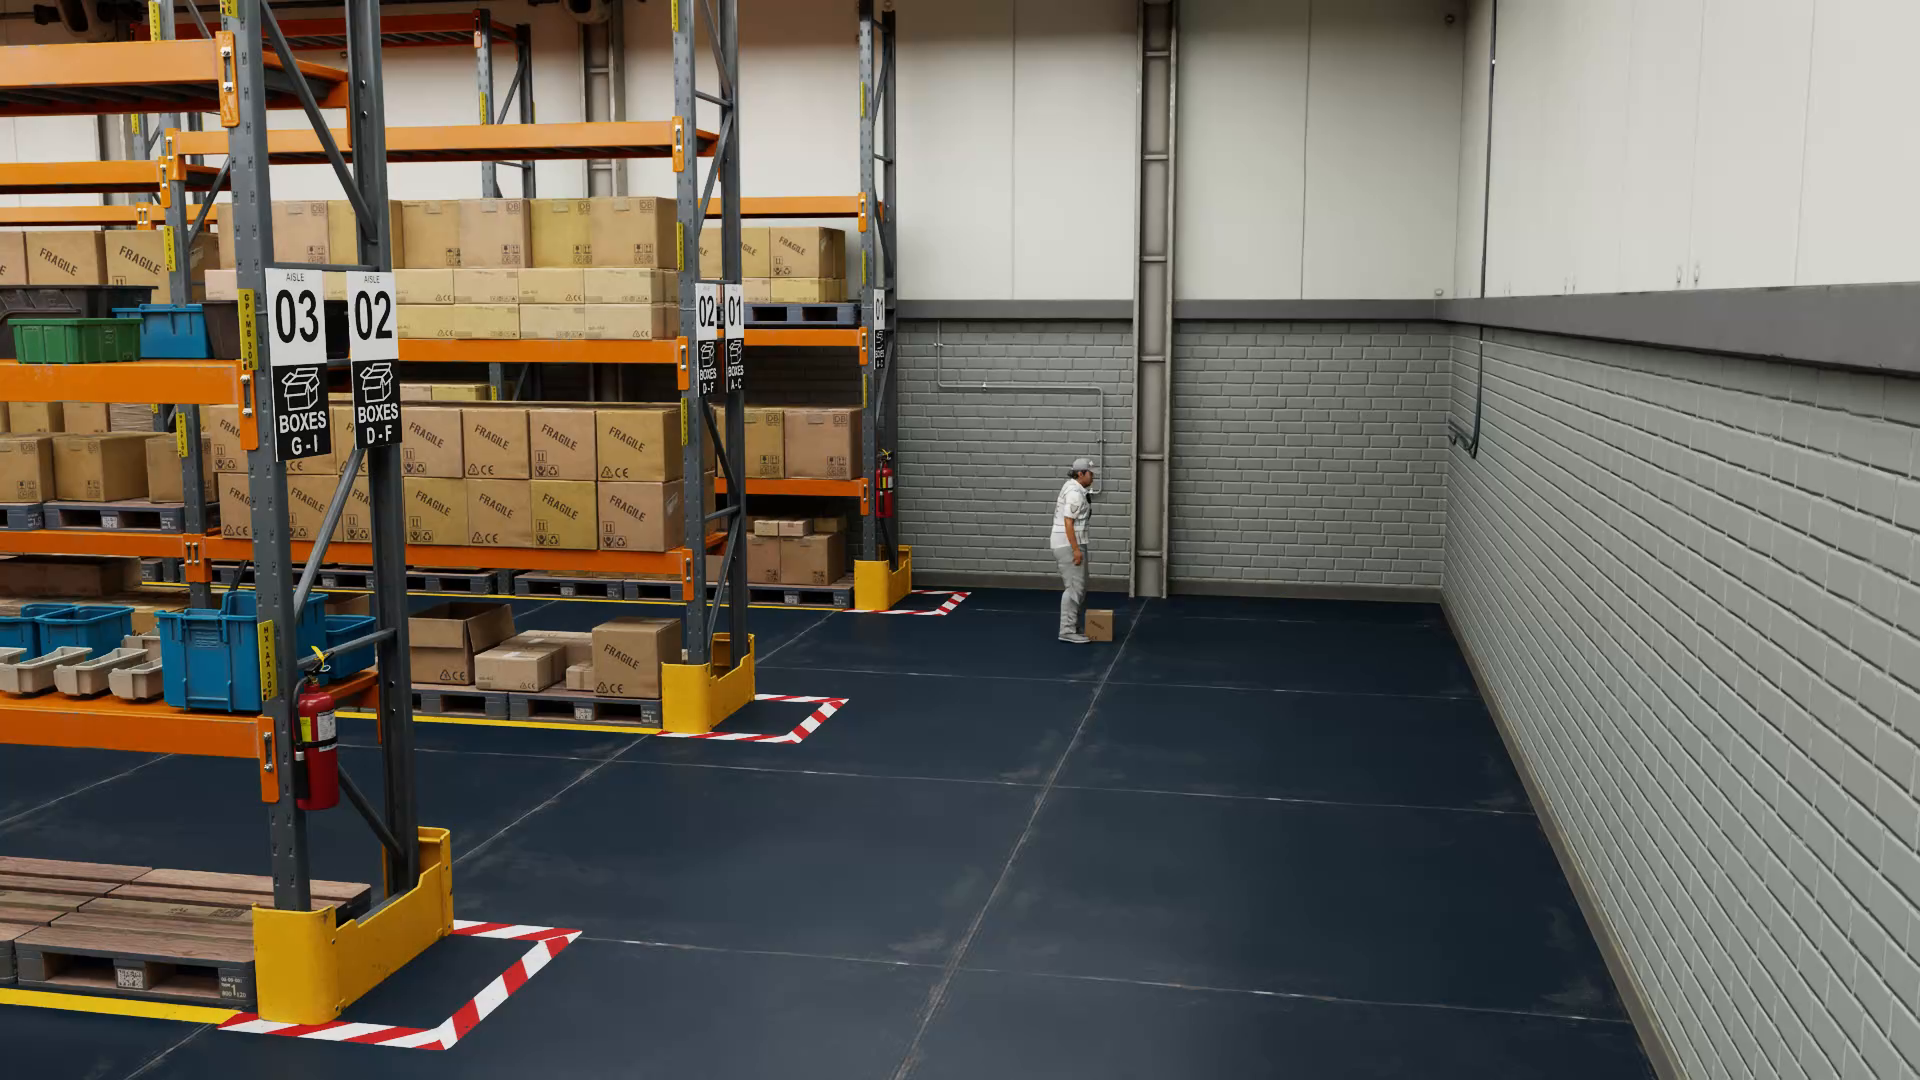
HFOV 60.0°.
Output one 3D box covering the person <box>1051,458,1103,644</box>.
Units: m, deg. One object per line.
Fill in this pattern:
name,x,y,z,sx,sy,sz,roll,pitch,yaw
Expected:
person,1.066,0.079,15.239,0.466,1.667,0.560,1,8,9
